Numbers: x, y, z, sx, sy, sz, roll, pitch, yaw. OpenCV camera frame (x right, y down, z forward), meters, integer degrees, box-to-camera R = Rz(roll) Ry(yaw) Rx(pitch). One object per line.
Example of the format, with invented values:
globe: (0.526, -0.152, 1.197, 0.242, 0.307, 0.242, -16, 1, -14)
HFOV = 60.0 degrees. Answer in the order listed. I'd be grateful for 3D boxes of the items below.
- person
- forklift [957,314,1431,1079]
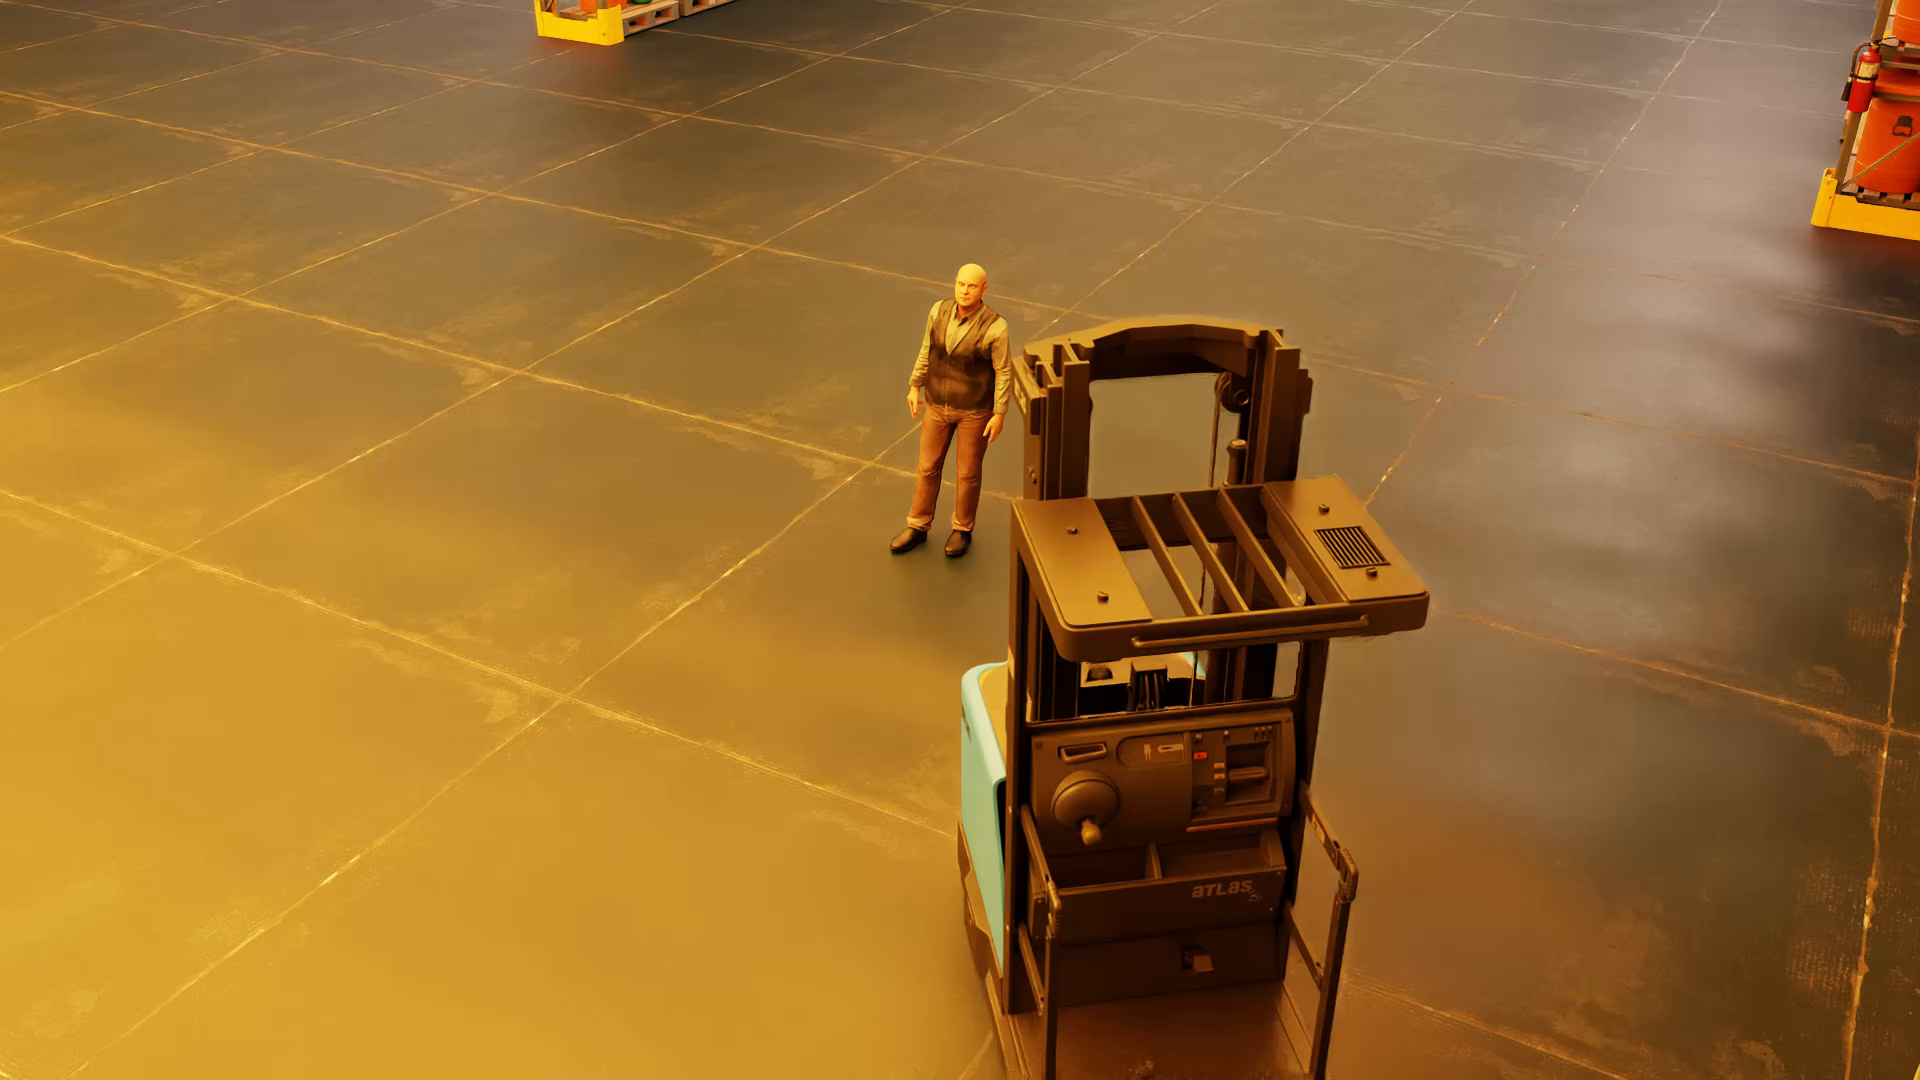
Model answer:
person: (-0.037, -0.726, 9.524, 0.633, 1.722, 0.566, 15, 33, 25)
forklift: (0.745, 0.869, 5.565, 1.130, 2.935, 3.031, -5, 30, -8)
